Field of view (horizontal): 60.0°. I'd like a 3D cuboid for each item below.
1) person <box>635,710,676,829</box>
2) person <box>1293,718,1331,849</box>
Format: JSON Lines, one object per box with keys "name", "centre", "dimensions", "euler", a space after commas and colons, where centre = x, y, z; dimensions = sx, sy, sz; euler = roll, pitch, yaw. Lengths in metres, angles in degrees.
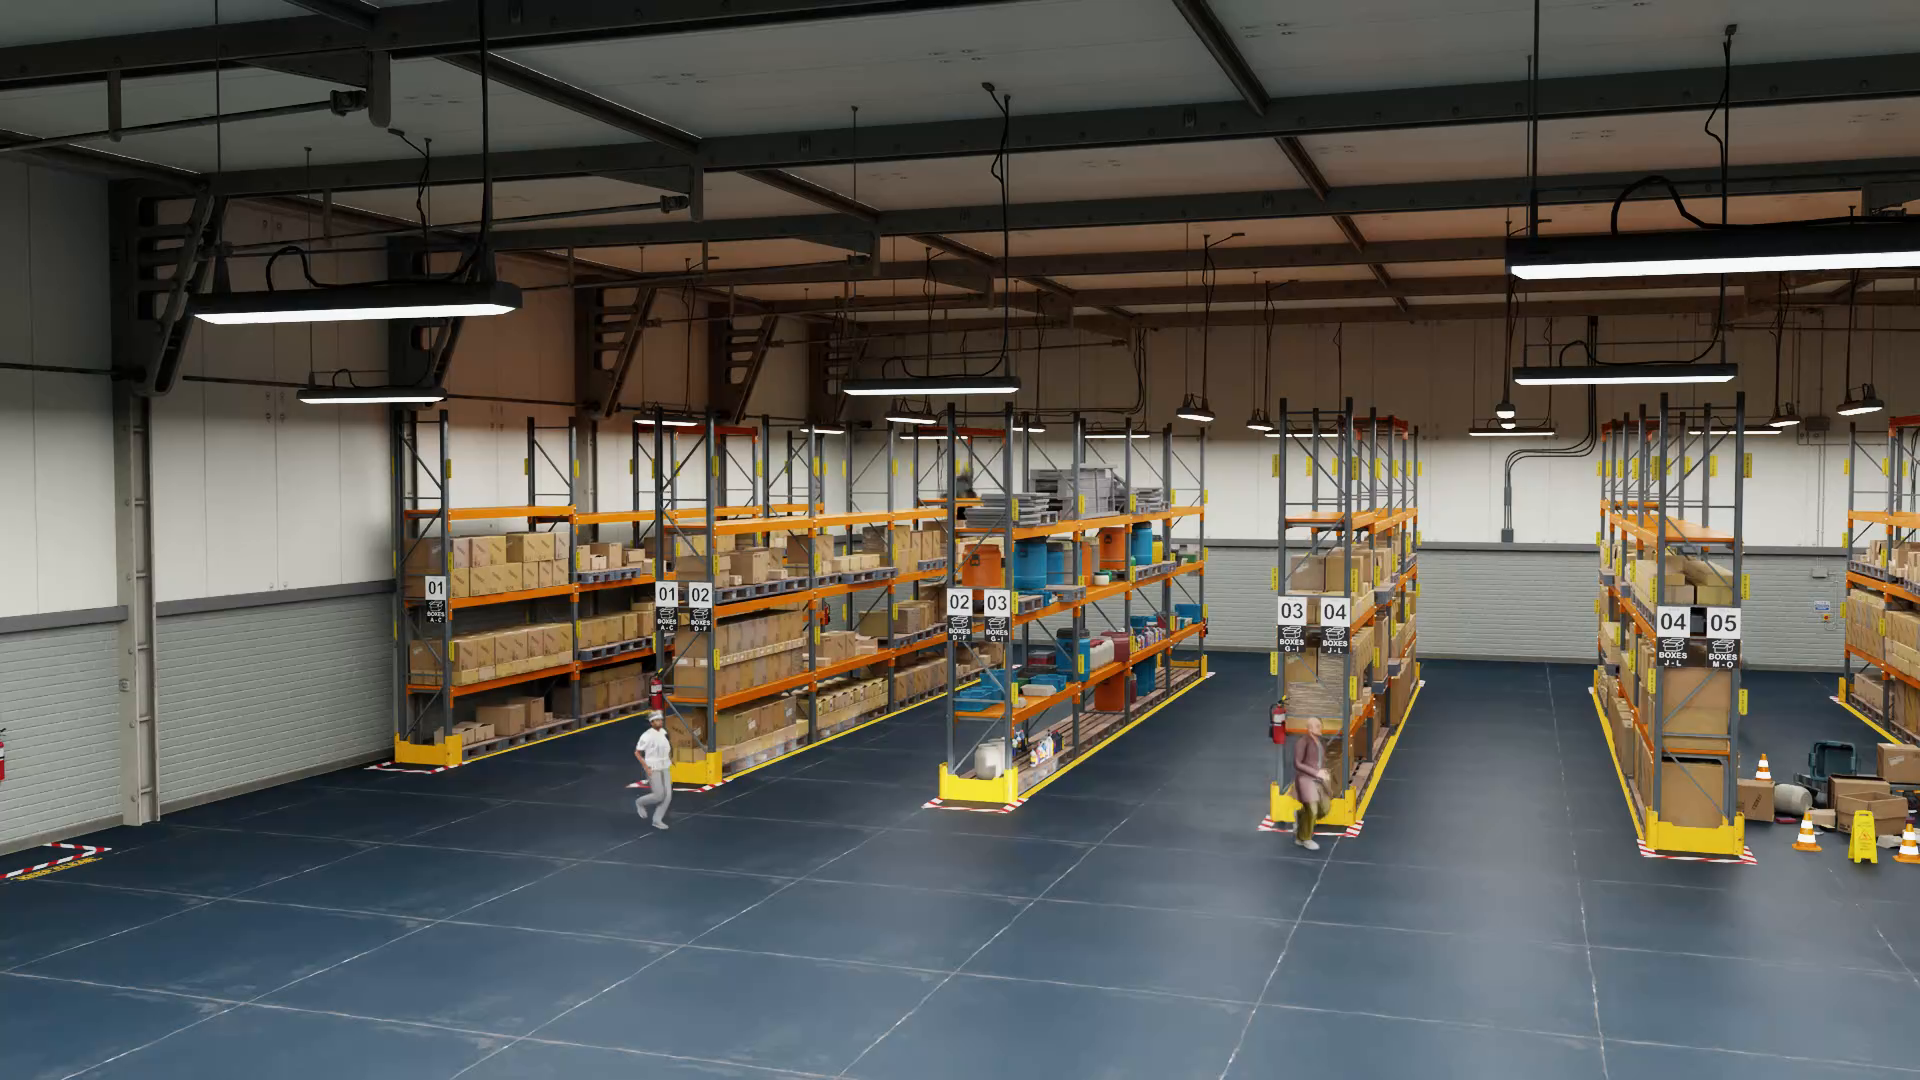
{"name": "person", "centre": [-4.238, 3.189, 23.169], "dimensions": [0.561, 1.654, 0.585], "euler": [2, 3, 37]}
{"name": "person", "centre": [4.634, 3.199, 21.923], "dimensions": [0.701, 1.735, 0.672], "euler": [-2, 3, -41]}
